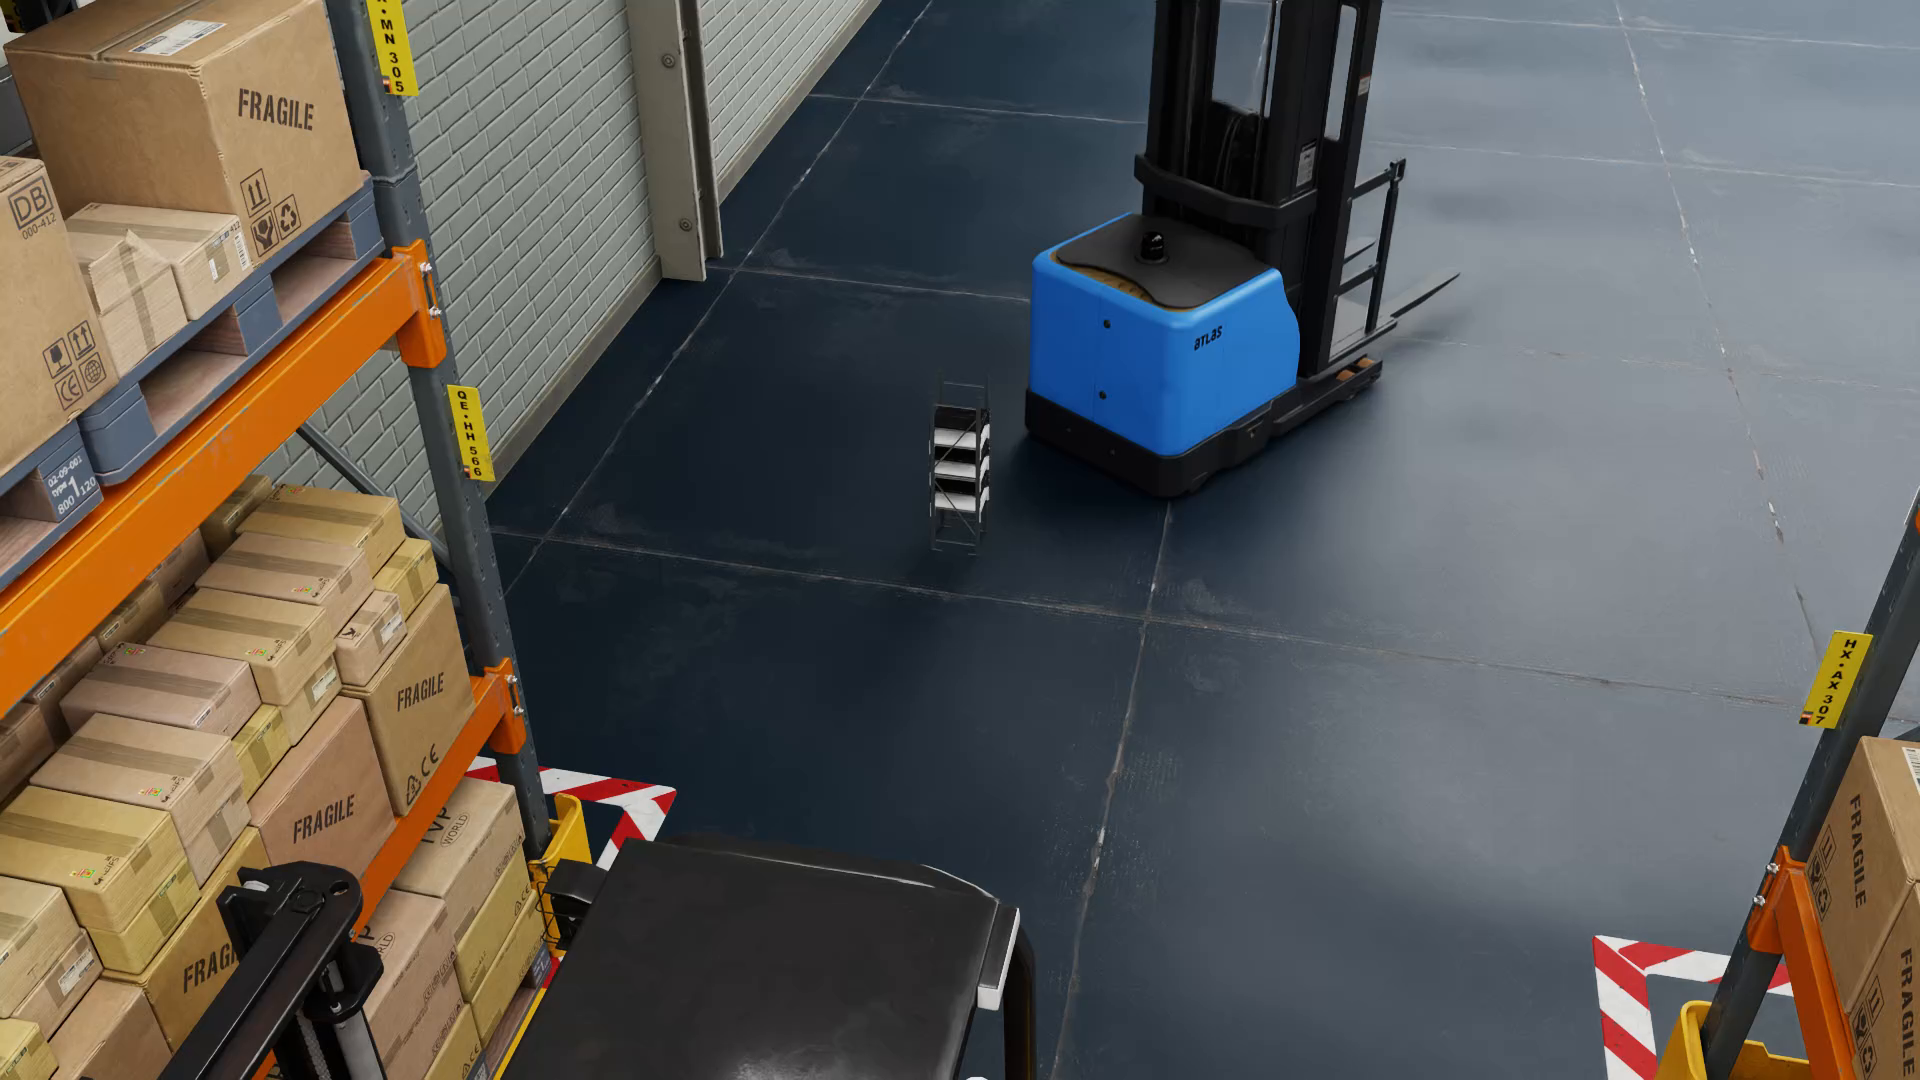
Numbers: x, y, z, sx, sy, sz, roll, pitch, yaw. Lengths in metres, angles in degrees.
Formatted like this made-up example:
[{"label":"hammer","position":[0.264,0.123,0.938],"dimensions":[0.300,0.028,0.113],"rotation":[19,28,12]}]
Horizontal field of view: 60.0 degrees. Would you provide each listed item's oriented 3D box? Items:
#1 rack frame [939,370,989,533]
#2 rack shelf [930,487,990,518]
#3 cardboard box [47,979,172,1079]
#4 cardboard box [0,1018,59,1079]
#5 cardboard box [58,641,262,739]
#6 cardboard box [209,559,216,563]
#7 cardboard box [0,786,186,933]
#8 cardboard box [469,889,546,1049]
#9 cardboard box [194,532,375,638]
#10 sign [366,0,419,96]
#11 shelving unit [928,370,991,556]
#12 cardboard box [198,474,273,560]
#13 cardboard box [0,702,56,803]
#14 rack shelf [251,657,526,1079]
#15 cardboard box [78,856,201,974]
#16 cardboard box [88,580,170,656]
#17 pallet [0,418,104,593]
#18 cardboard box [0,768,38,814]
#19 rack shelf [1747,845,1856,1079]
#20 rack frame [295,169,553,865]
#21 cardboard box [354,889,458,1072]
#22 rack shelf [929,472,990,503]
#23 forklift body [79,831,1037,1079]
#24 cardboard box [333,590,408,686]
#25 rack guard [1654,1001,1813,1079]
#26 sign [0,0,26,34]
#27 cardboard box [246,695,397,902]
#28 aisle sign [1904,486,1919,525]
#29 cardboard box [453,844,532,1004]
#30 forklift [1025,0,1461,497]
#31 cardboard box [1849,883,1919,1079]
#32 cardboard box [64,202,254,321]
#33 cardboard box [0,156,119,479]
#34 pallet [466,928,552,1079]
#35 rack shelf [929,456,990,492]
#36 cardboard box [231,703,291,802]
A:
[{"label":"rack frame","position":[0.020,-0.418,8.060],"dimensions":[0.240,0.900,0.006],"rotation":[7,37,10]},{"label":"rack shelf","position":[-0.002,-0.187,8.105],"dimensions":[0.258,0.077,0.200],"rotation":[7,37,10]},{"label":"cardboard box","position":[-2.156,1.328,3.776],"dimensions":[0.500,0.500,0.500],"rotation":[8,37,10]},{"label":"cardboard box","position":[-2.161,1.130,3.497],"dimensions":[0.380,0.149,0.250],"rotation":[7,36,9]},{"label":"cardboard box","position":[-2.030,0.414,4.231],"dimensions":[0.380,0.149,0.250],"rotation":[8,37,10]},{"label":"cardboard box","position":[-2.307,0.033,5.011],"dimensions":[0.380,0.149,0.250],"rotation":[6,36,9]},{"label":"cardboard box","position":[-2.027,0.726,3.800],"dimensions":[0.380,0.149,0.250],"rotation":[8,37,11]},{"label":"cardboard box","position":[-1.773,1.426,5.711],"dimensions":[0.500,0.250,0.500],"rotation":[8,37,10]},{"label":"cardboard box","position":[-1.874,0.127,4.627],"dimensions":[0.380,0.149,0.250],"rotation":[7,37,10]},{"label":"sign","position":[-1.454,-1.291,4.232],"dimensions":[0.100,0.325,0.005],"rotation":[7,37,10]},{"label":"shelving unit","position":[-0.002,-0.360,7.980],"dimensions":[0.258,0.900,0.210],"rotation":[7,37,10]},{"label":"cardboard box","position":[-2.262,-0.084,4.918],"dimensions":[0.380,0.149,0.250],"rotation":[7,36,9]},{"label":"cardboard box","position":[-2.492,0.509,4.100],"dimensions":[0.380,0.149,0.250],"rotation":[8,37,11]},{"label":"rack shelf","position":[-2.409,1.612,4.083],"dimensions":[1.077,0.370,4.000],"rotation":[7,37,10]},{"label":"cardboard box","position":[-2.032,0.843,3.893],"dimensions":[0.380,0.149,0.250],"rotation":[8,37,10]},{"label":"cardboard box","position":[-2.393,0.215,4.506],"dimensions":[0.380,0.149,0.250],"rotation":[8,37,11]},{"label":"pallet","position":[-2.416,0.099,3.077],"dimensions":[1.003,0.211,1.213],"rotation":[7,37,10]},{"label":"cardboard box","position":[-2.597,0.607,4.219],"dimensions":[0.380,0.149,0.250],"rotation":[8,37,10]},{"label":"rack shelf","position":[2.441,2.232,3.228],"dimensions":[1.077,0.370,4.000],"rotation":[7,37,10]},{"label":"rack frame","position":[-1.981,0.174,5.454],"dimensions":[1.000,3.000,0.127],"rotation":[7,37,10]},{"label":"cardboard box","position":[-1.878,1.309,5.021],"dimensions":[0.500,0.250,0.500],"rotation":[8,37,11]},{"label":"rack shelf","position":[-0.002,-0.260,8.052],"dimensions":[0.258,0.077,0.200],"rotation":[7,37,10]},{"label":"forklift body","position":[-0.604,1.833,3.888],"dimensions":[2.313,2.155,1.214],"rotation":[7,37,10]},{"label":"cardboard box","position":[-1.807,0.255,4.704],"dimensions":[0.380,0.149,0.250],"rotation":[8,37,11]},{"label":"rack guard","position":[2.852,1.850,5.272],"dimensions":[1.175,0.500,0.348],"rotation":[7,37,10]},{"label":"sign","position":[-2.522,-1.500,4.395],"dimensions":[0.100,0.325,0.005],"rotation":[7,37,10]},{"label":"cardboard box","position":[-1.950,0.745,4.581],"dimensions":[0.500,0.500,0.500],"rotation":[8,37,11]},{"label":"aisle sign","position":[2.579,-0.333,3.938],"dimensions":[0.394,0.787,0.004],"rotation":[7,37,10]},{"label":"cardboard box","position":[-1.780,1.233,5.552],"dimensions":[0.500,0.250,0.500],"rotation":[7,36,9]},{"label":"forklift","position":[1.749,-2.163,8.737],"dimensions":[3.031,2.935,1.130],"rotation":[-30,46,-35]},{"label":"cardboard box","position":[2.389,1.167,3.745],"dimensions":[0.500,0.500,0.500],"rotation":[8,37,11]},{"label":"cardboard box","position":[-1.862,-0.636,3.787],"dimensions":[0.380,0.149,0.250],"rotation":[6,36,9]},{"label":"cardboard box","position":[-2.154,-0.433,3.207],"dimensions":[0.700,0.500,0.500],"rotation":[8,37,10]},{"label":"pallet","position":[-2.104,1.747,5.660],"dimensions":[1.003,0.211,1.213],"rotation":[7,37,10]},{"label":"rack shelf","position":[-0.002,-0.333,7.999],"dimensions":[0.258,0.077,0.200],"rotation":[7,37,10]},{"label":"cardboard box","position":[-1.987,0.537,4.316],"dimensions":[0.380,0.149,0.250],"rotation":[7,37,10]}]
